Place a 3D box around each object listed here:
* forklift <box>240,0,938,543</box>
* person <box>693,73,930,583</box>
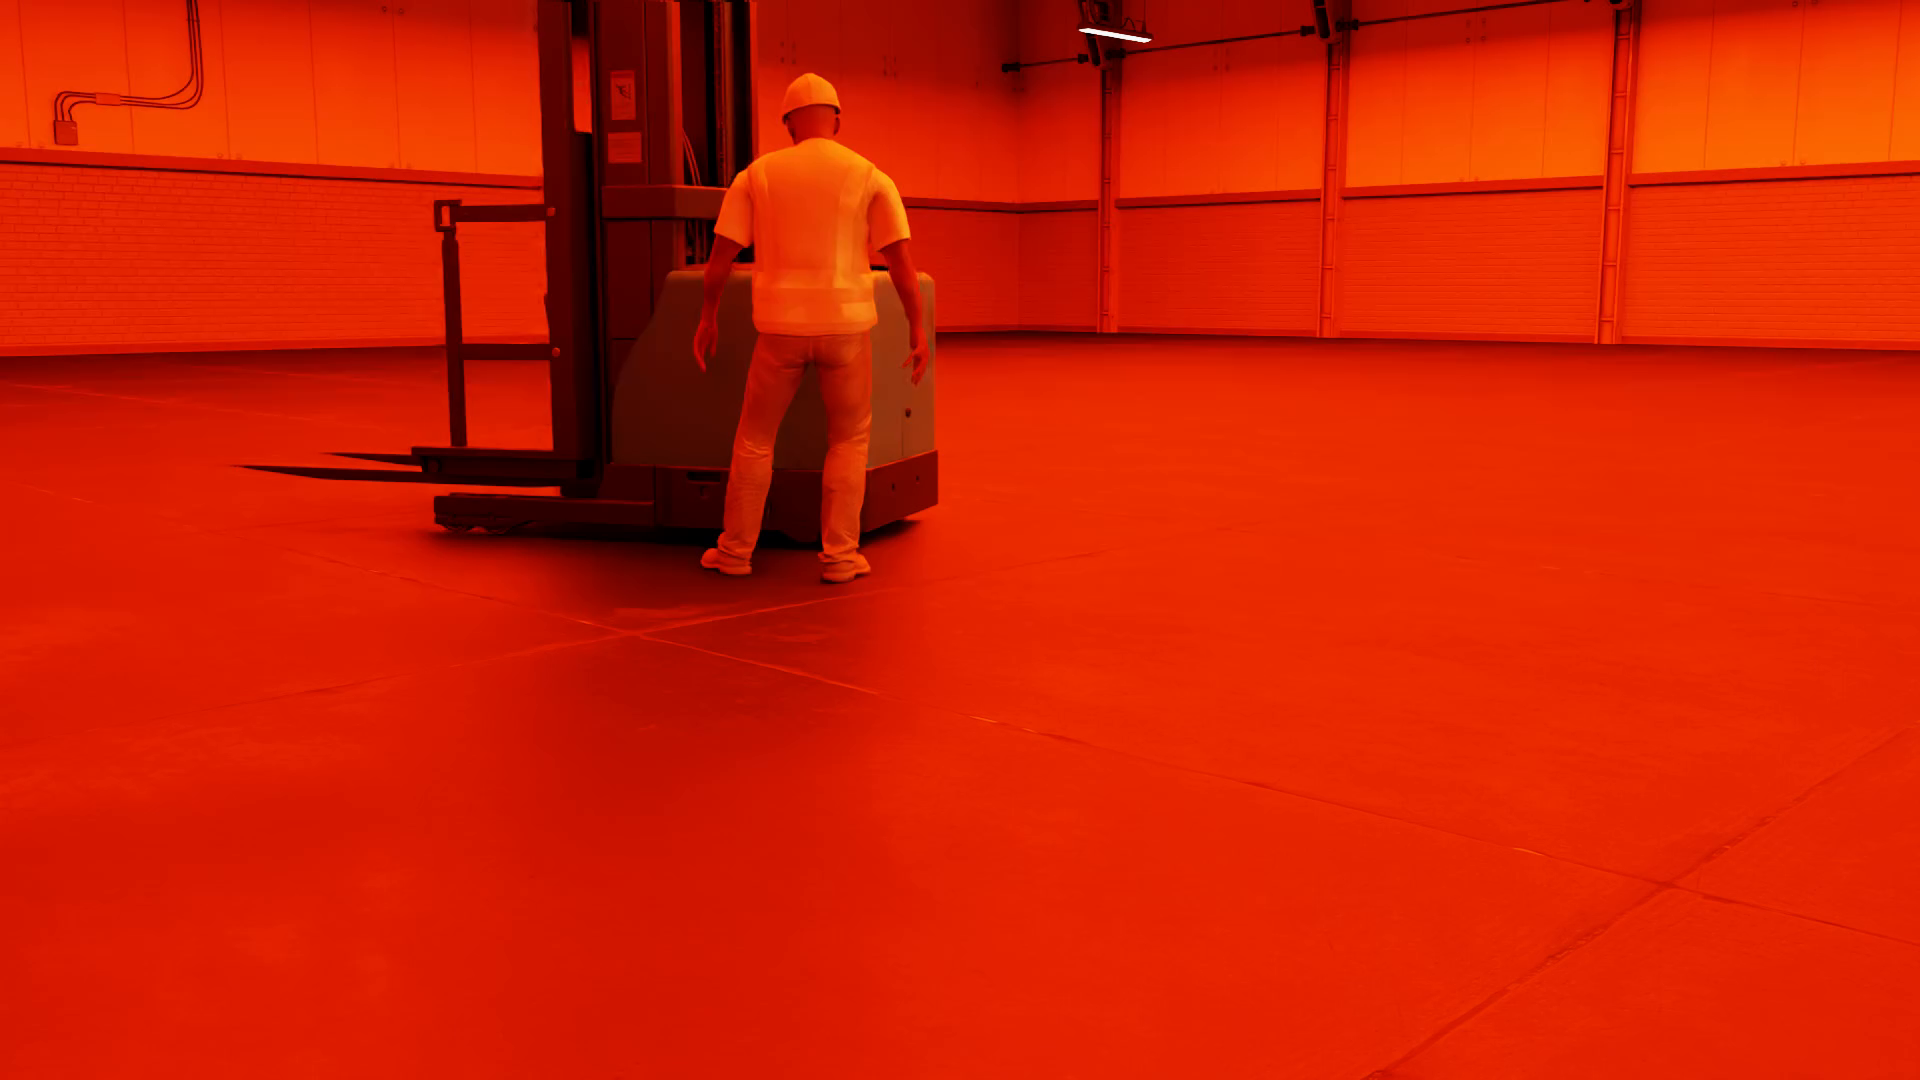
[{"bbox_3d":[-1.670,-1.540,7.099,3.031,2.935,1.130,3,9,17],"label":"forklift"},{"bbox_3d":[-0.522,-0.741,5.807,0.850,1.735,0.431,1,9,3],"label":"person"}]
